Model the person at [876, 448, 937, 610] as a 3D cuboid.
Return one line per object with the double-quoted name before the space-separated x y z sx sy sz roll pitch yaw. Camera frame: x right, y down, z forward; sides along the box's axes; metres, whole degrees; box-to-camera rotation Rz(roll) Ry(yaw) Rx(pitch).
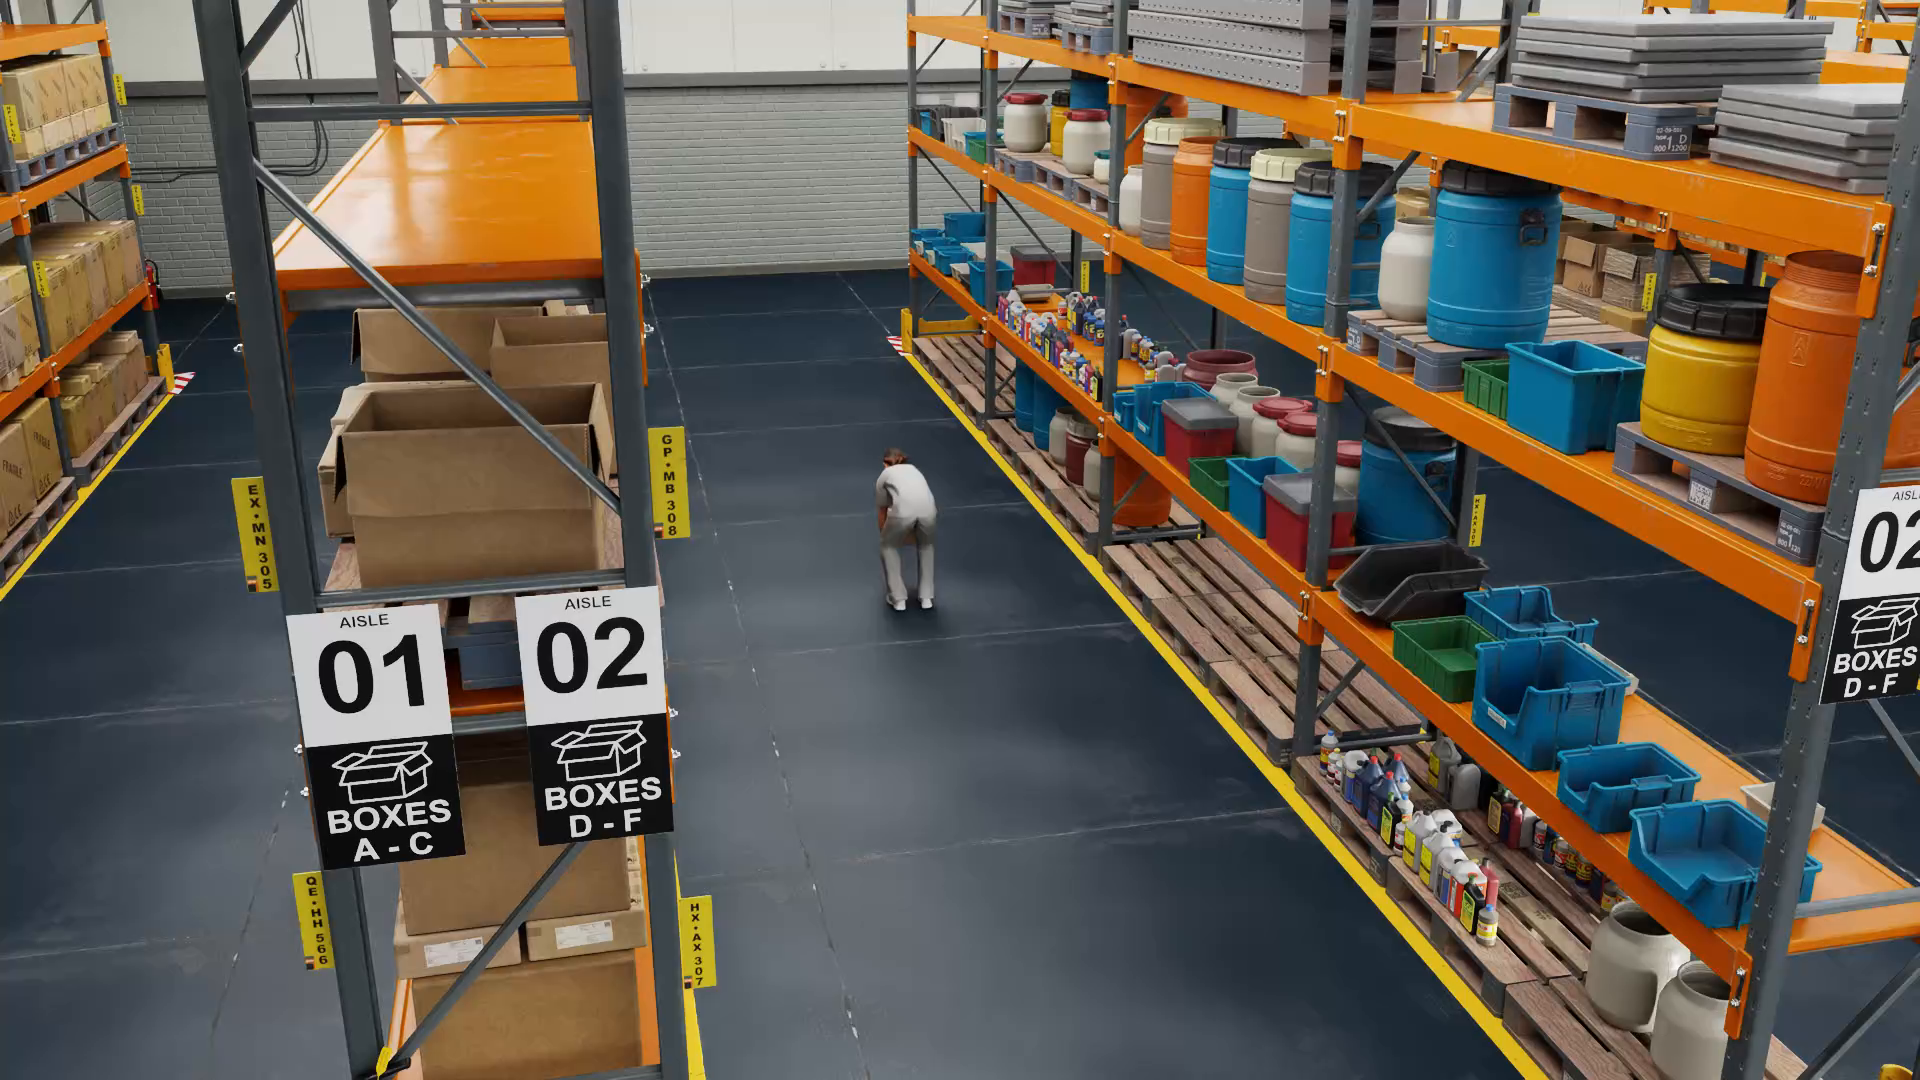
"person" -0.439 -0.095 13.122 0.447 1.148 0.853 -5 20 -15
